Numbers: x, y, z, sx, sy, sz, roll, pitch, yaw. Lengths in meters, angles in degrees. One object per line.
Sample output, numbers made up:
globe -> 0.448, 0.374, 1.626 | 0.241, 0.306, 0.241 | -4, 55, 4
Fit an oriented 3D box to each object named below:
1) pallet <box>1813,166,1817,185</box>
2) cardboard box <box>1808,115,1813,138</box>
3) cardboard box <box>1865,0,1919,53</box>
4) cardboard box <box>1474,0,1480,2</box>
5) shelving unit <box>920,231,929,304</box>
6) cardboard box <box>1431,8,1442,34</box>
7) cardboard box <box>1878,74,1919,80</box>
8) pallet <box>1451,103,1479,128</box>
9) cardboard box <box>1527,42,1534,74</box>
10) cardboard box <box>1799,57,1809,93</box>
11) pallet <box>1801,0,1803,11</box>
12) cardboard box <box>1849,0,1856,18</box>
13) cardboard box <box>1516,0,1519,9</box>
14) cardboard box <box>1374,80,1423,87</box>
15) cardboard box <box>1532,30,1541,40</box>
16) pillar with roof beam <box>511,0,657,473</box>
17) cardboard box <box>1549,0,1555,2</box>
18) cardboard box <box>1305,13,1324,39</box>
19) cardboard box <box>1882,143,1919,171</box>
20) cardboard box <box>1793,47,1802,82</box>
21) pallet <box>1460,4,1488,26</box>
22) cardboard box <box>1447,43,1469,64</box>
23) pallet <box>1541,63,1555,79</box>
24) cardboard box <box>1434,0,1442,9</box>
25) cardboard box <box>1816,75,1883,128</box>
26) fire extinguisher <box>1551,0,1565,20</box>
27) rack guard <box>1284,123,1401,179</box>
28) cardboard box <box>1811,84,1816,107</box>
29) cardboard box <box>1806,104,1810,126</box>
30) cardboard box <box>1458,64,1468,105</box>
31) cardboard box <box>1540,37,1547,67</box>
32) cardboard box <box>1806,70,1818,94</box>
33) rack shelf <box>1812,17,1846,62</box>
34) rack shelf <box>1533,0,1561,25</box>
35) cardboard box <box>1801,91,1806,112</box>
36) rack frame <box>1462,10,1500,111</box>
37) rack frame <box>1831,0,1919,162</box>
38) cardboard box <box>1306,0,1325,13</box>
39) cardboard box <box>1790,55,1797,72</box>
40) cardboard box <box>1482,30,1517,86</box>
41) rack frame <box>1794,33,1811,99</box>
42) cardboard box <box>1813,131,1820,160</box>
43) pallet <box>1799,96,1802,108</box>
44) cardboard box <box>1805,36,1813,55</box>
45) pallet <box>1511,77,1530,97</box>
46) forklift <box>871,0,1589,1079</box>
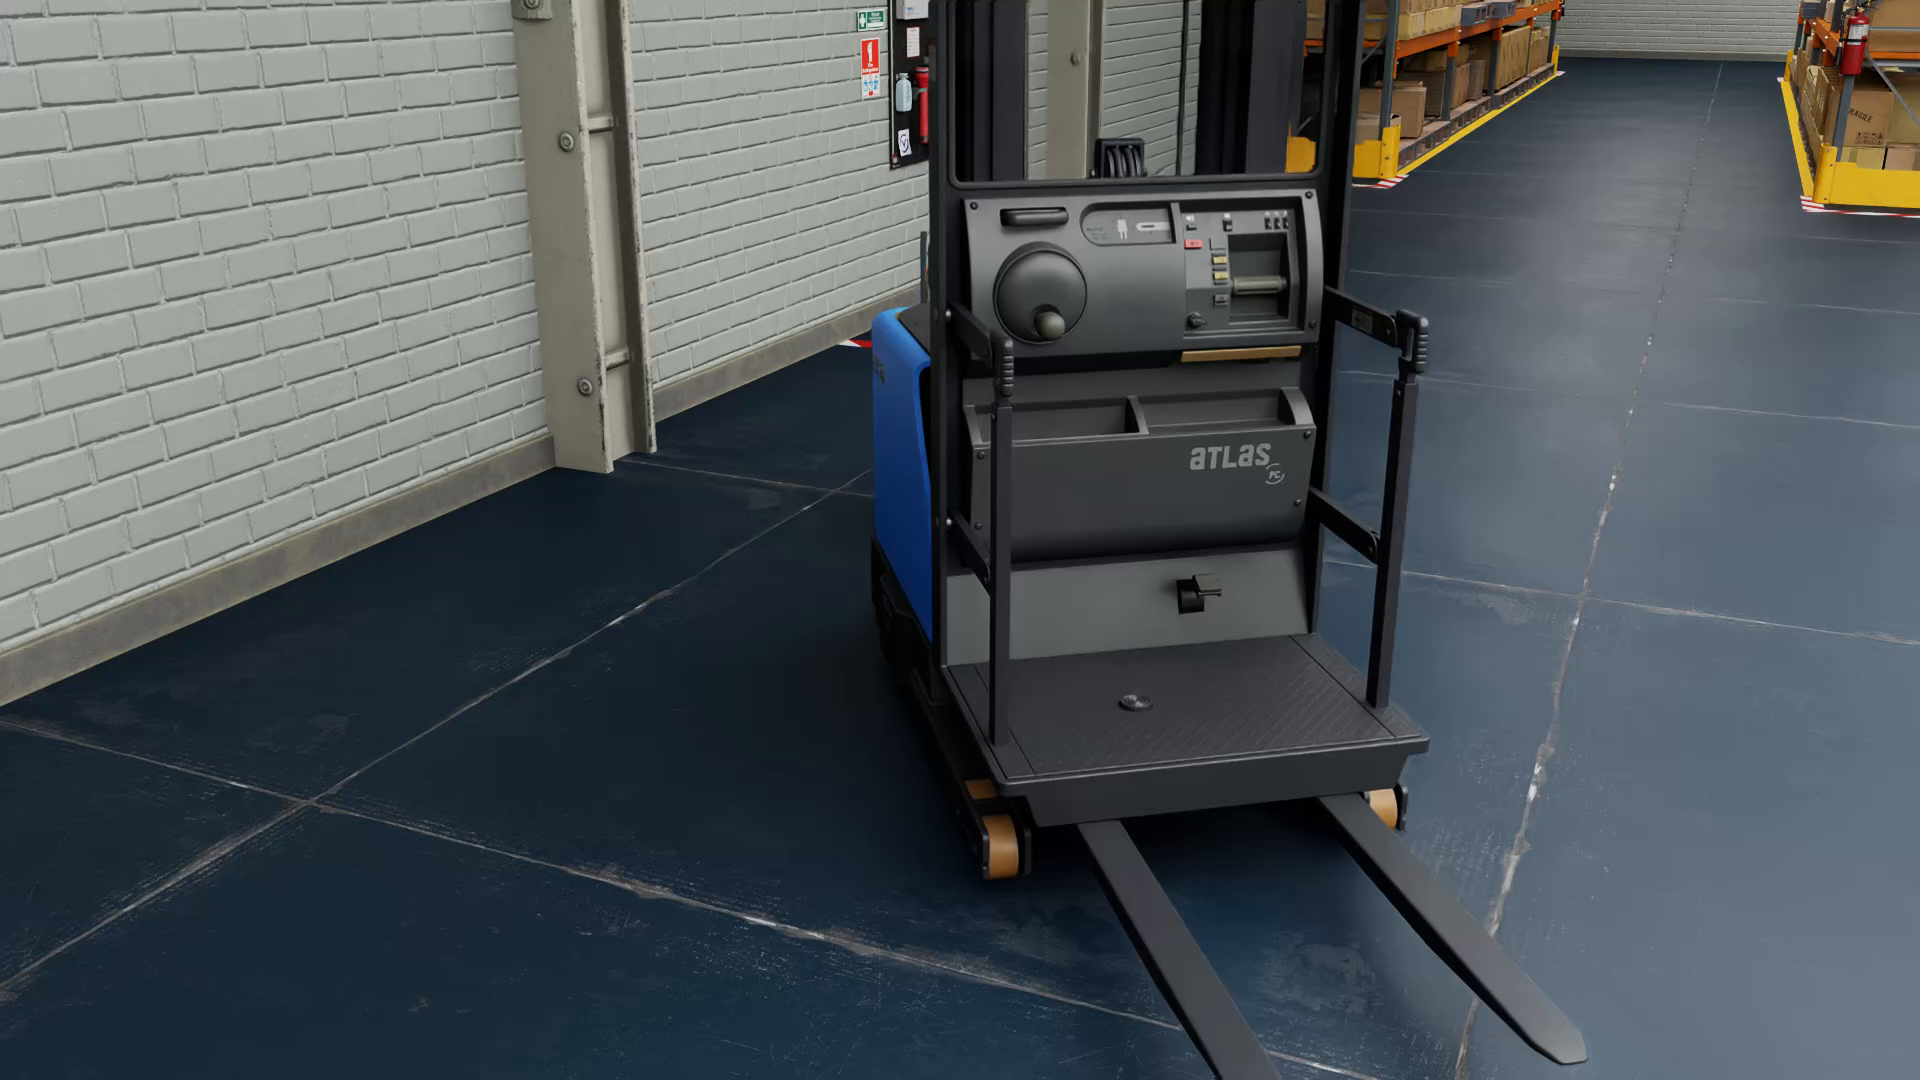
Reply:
pallet -> 8.605, -3.369, 15.626 | 1.003, 0.211, 1.213 | 9, 21, 23
cardboard box -> 9.501, -4.468, 18.032 | 0.500, 0.250, 0.500 | 9, 21, 23
cardboard box -> 8.532, -4.631, 14.864 | 0.700, 0.500, 0.500 | 9, 21, 23
cardboard box -> 6.411, -7.292, 21.692 | 0.700, 0.500, 0.500 | 9, 21, 23
shelving unit -> 0.068, -0.616, 6.410 | 0.258, 1.200, 0.503 | 9, 21, 23
cardboard box -> 4.921, -5.636, 18.033 | 0.500, 0.250, 0.500 | 9, 21, 23
cardboard box -> 9.560, -4.445, 16.848 | 0.500, 0.500, 0.500 | 9, 21, 23
pallet -> 6.262, -5.643, 22.021 | 1.003, 0.211, 1.213 | 9, 21, 23
cardboard box -> 9.122, -8.024, 27.660 | 0.700, 0.500, 0.500 | 9, 21, 23
cardboard box -> 12.196, -6.555, 23.499 | 0.500, 0.500, 0.500 | 8, 21, 21
pallet -> 12.817, -7.791, 24.187 | 1.003, 0.211, 1.213 | 9, 21, 23
cardboard box -> 9.792, -5.576, 17.523 | 0.700, 0.500, 0.500 | 8, 21, 21
cardboard box -> 8.282, -8.156, 25.272 | 0.380, 0.149, 0.250 | 8, 21, 21
cardboard box -> 5.058, -5.051, 19.269 | 0.500, 0.500, 0.500 | 7, 21, 19
cardboard box -> 9.643, -8.569, 28.224 | 0.380, 0.149, 0.250 | 8, 21, 21
pillar with roof beam -> 2.320, -4.022, 4.347 | 9.100, 9.000, 0.400 | 9, 21, 23
cardboard box -> 9.873, -9.773, 29.024 | 0.980, 0.700, 0.700 | 8, 21, 22
cardboard box -> 3.823, -5.230, 16.891 | 0.500, 0.250, 0.500 | 9, 21, 23
cardboard box -> 8.752, -3.479, 15.250 | 0.500, 0.250, 0.500 | 9, 21, 23
cardboard box -> 13.218, -7.354, 25.744 | 0.500, 0.500, 0.500 | 9, 21, 23
pallet -> 5.892, -6.467, 20.464 | 1.003, 0.211, 1.213 | 9, 21, 23
cardboard box -> 6.547, -6.557, 22.384 | 0.500, 0.250, 0.500 | 9, 21, 24
pallet -> 10.105, -8.443, 29.896 | 1.003, 0.211, 1.213 | 9, 21, 23
cardboard box -> 4.908, -5.984, 17.894 | 0.500, 0.500, 0.500 | 9, 22, 24
cardboard box -> 8.880, -4.364, 16.620 | 0.500, 0.500, 0.500 | 9, 21, 23
fire extinguisher -> 10.843, -9.783, 30.173 | 0.296, 0.674, 0.183 | 9, 21, 23
rack guard -> 3.840, -3.967, 16.877 | 1.175, 0.500, 0.348 | 9, 21, 23
cardboard box -> 9.872, -4.995, 18.678 | 0.500, 0.311, 0.500 | 9, 21, 23
cardboard box -> 10.082, -4.889, 19.216 | 0.500, 0.250, 0.500 | 8, 21, 22
cardboard box -> 6.343, -6.072, 22.140 | 0.700, 0.500, 0.500 | 8, 21, 22
cardboard box -> 9.960, -8.652, 29.424 | 0.700, 0.500, 0.500 | 8, 21, 23
cardboard box -> 10.705, -5.618, 20.429 | 0.500, 0.311, 0.500 | 8, 21, 21
rack shelf -> 10.787, -5.938, 19.763 | 1.077, 0.370, 4.000 | 9, 21, 23
rack shelf -> 9.542, -9.062, 28.547 | 1.077, 0.370, 4.000 | 9, 21, 23
cardboard box -> 10.918, -5.517, 20.983 | 0.500, 0.250, 0.500 | 8, 21, 21
rack frame -> 7.085, -7.567, 23.269 | 1.000, 3.000, 0.127 | 9, 21, 23
rack frame -> 8.330, -4.443, 14.485 | 1.000, 3.000, 0.127 | 9, 21, 23
cardboard box -> 3.808, -5.587, 16.776 | 0.500, 0.500, 0.500 | 8, 21, 22
cardboard box -> 14.195, -7.966, 27.837 | 0.500, 0.250, 0.500 | 9, 21, 23
cardboard box -> 7.870, -7.226, 24.891 | 0.750, 0.750, 0.750 | 8, 21, 22
rack frame -> 13.244, -8.111, 24.800 | 1.000, 3.000, 0.127 | 9, 21, 23
cardboard box -> 8.677, -3.857, 16.315 | 0.500, 0.250, 0.500 | 9, 21, 23
pallet -> 12.447, -6.169, 23.501 | 1.003, 0.211, 1.213 | 9, 21, 23
cardboard box -> 12.414, -7.074, 23.838 | 0.500, 0.250, 0.500 | 9, 21, 23
pallet -> 8.475, -7.230, 26.483 | 1.003, 0.211, 1.213 | 9, 21, 23
forklift -> 0.518, -0.677, 3.998 | 1.130, 2.935, 3.031 | -4, 20, -12
